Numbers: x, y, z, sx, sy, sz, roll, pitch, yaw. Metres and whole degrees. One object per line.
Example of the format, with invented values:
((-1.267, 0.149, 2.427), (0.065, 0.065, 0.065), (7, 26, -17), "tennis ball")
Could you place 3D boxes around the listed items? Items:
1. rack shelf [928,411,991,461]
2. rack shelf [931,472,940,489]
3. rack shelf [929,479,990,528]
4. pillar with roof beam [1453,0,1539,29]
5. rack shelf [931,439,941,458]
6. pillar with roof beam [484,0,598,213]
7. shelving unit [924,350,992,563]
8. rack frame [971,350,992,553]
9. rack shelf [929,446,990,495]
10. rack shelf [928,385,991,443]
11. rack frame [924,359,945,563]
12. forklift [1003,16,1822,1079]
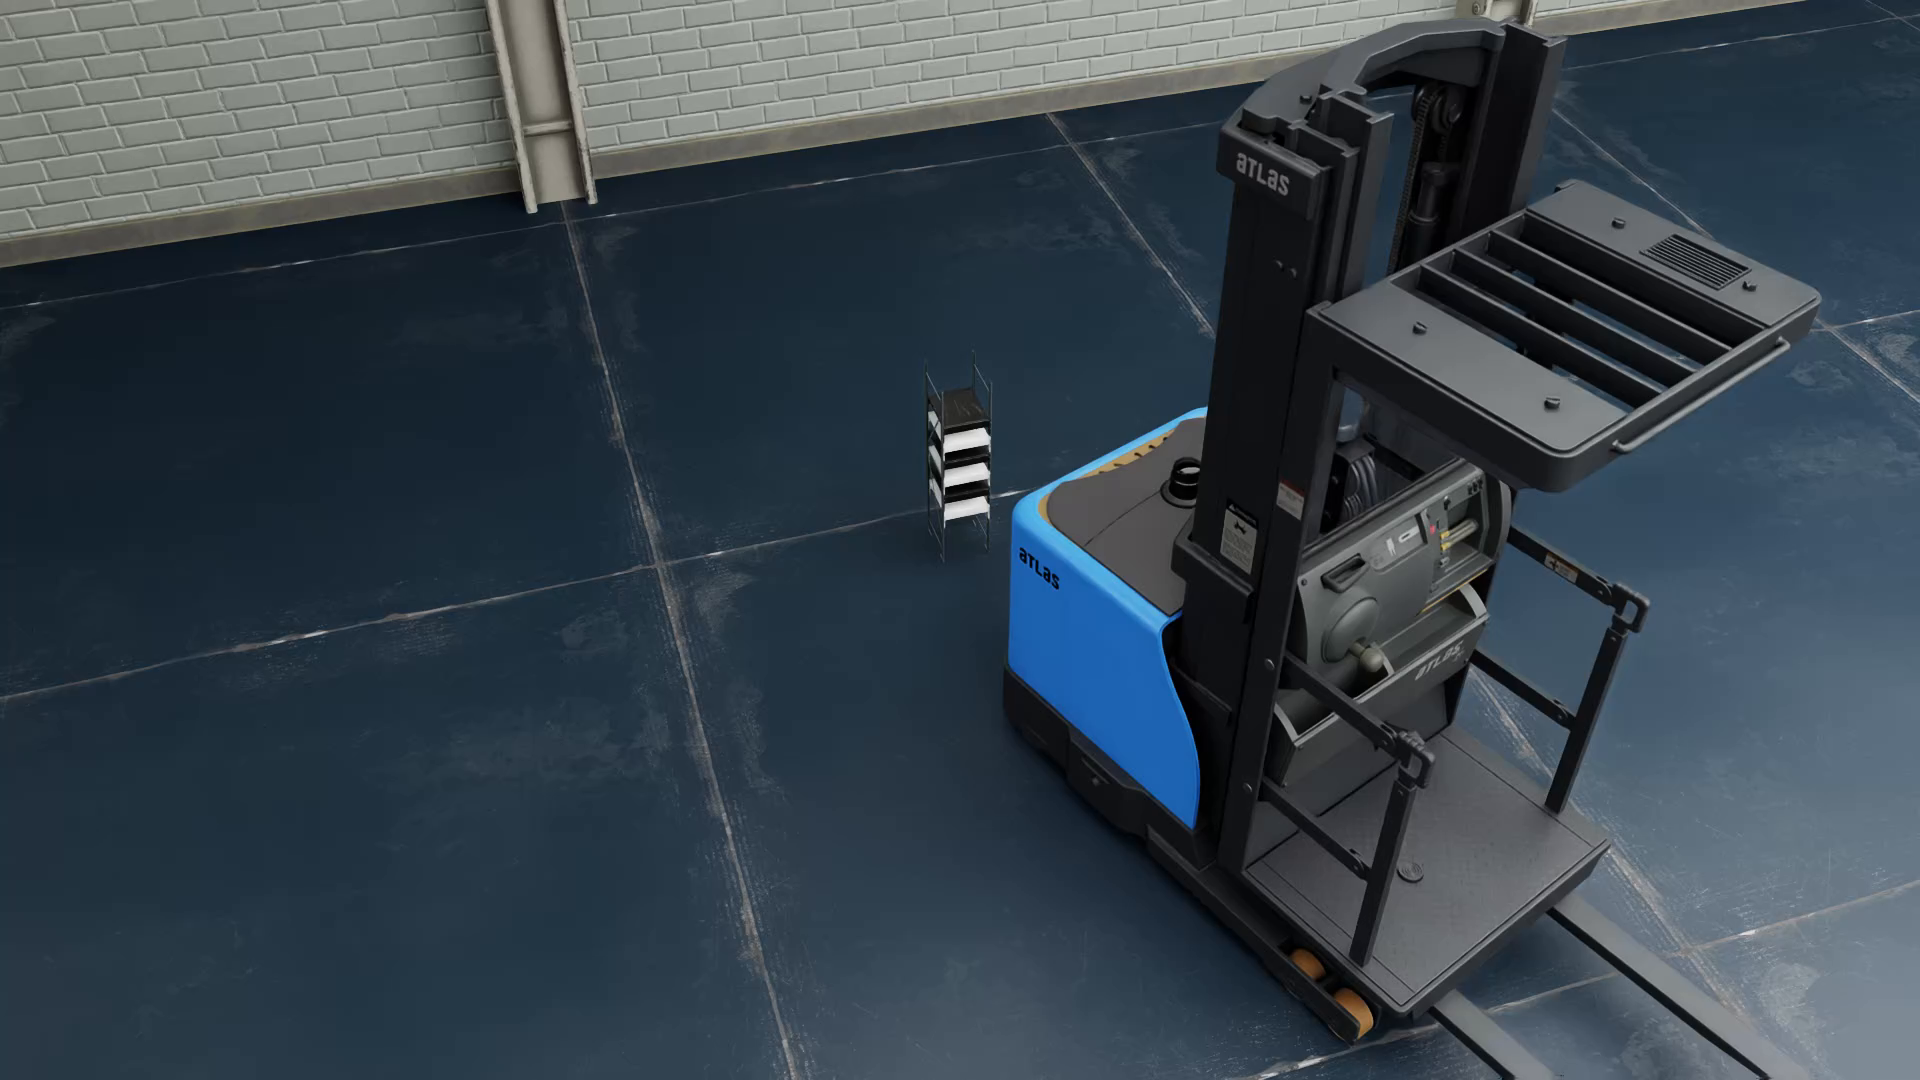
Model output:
((-0.008, -0.448, 6.856), (0.200, 0.077, 0.258), (-12, 42, -13), "rack shelf")
((-0.008, -0.256, 7.023), (0.184, 0.015, 0.199), (-12, 42, -13), "rack shelf")
((-0.008, -0.177, 7.092), (0.200, 0.077, 0.258), (-12, 42, -13), "rack shelf")
((4.725, -3.845, 4.811), (0.400, 9.000, 9.100), (-12, 42, -13), "pillar with roof beam")
((-0.008, -0.391, 6.905), (0.184, 0.015, 0.199), (-12, 42, -13), "rack shelf")
((-0.998, -2.659, 3.454), (0.400, 9.000, 9.100), (-12, 42, -13), "pillar with roof beam")
((-0.008, -0.337, 6.952), (0.210, 0.900, 0.258), (-12, 42, -13), "shelving unit")
((0.089, -0.357, 6.975), (0.006, 0.900, 0.240), (-12, 42, -13), "rack frame")
((-0.008, -0.312, 6.974), (0.200, 0.077, 0.258), (-12, 42, -13), "rack shelf")
((-0.008, -0.516, 6.796), (0.200, 0.077, 0.258), (-12, 42, -13), "rack shelf")
((-0.105, -0.317, 6.929), (0.006, 0.900, 0.240), (-12, 42, -13), "rack frame")
((1.471, 0.142, 4.860), (1.130, 2.935, 3.031), (-27, 48, -28), "forklift")
